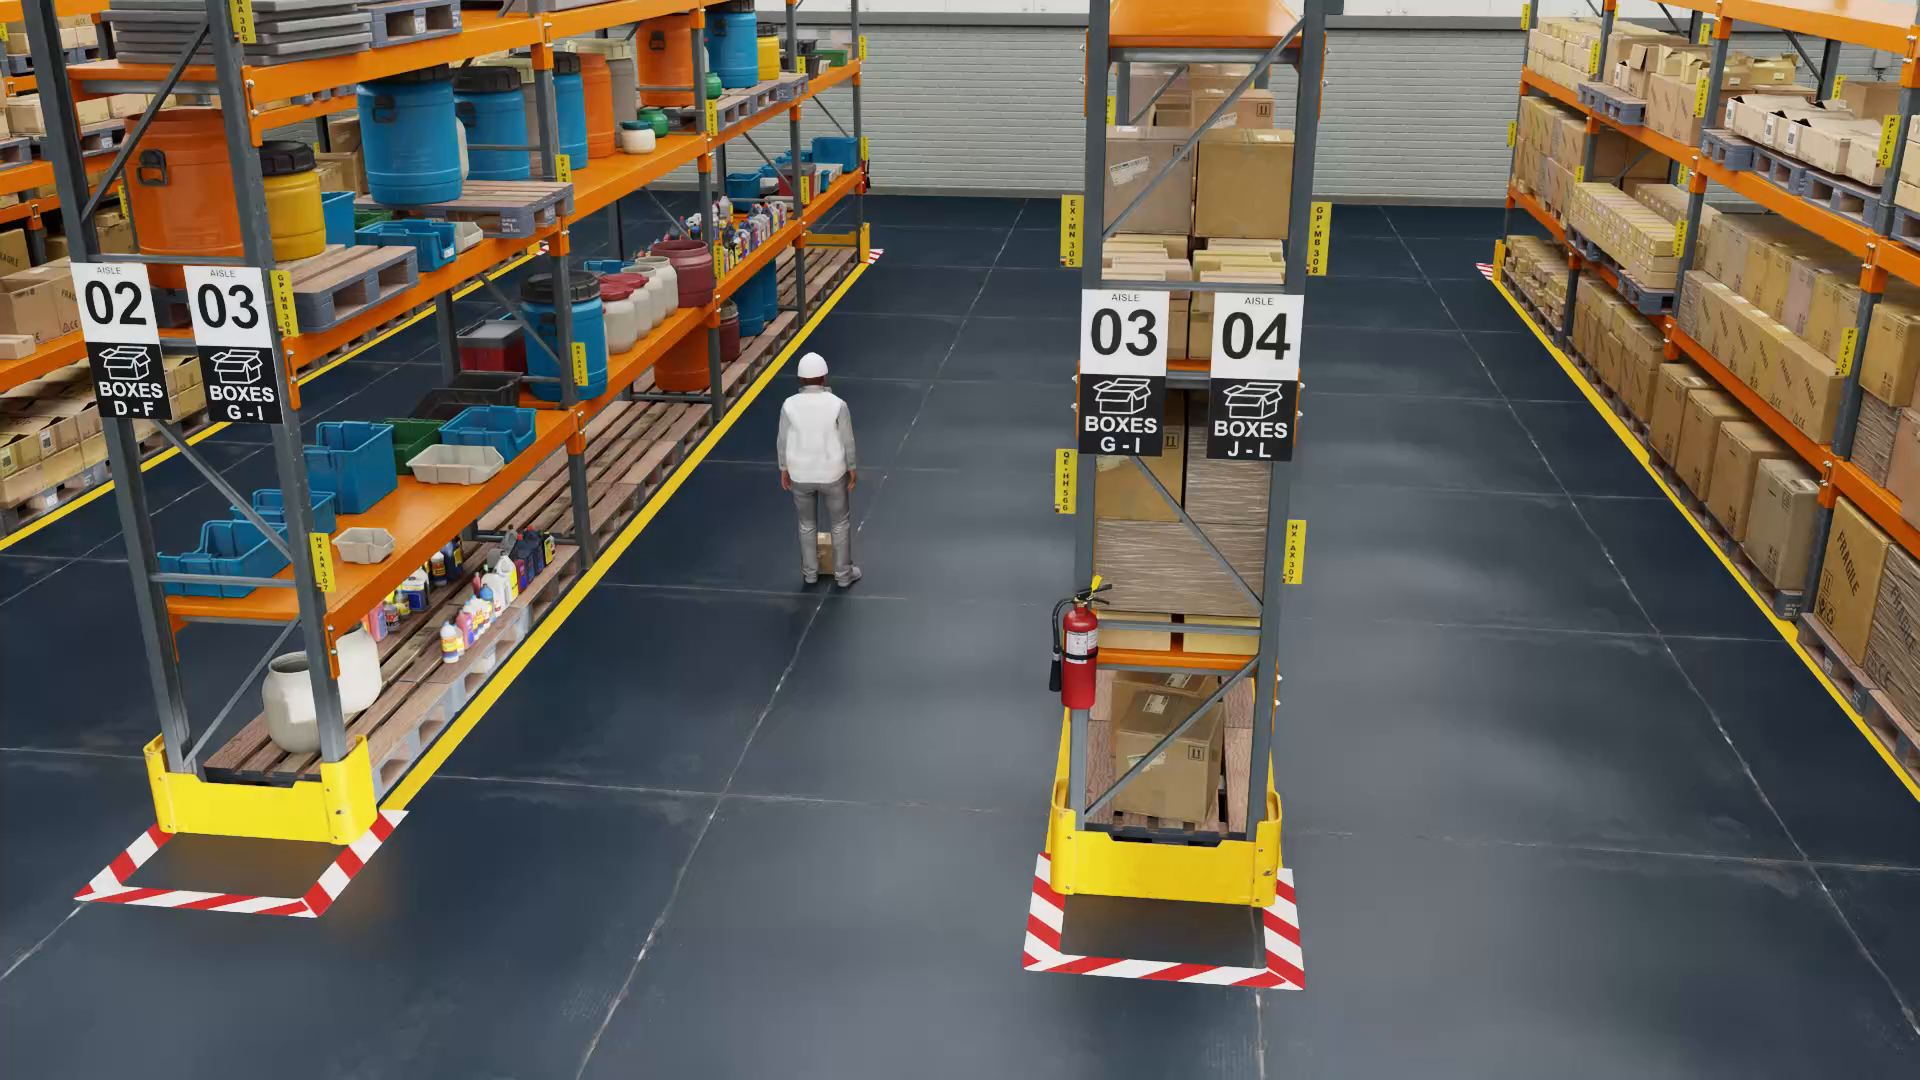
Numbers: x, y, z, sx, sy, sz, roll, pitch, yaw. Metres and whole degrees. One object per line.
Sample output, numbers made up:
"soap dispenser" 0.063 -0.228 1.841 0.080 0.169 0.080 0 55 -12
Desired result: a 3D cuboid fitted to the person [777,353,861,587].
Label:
"person" -1.056 -0.514 12.385 0.590 1.770 0.476 1 21 3
